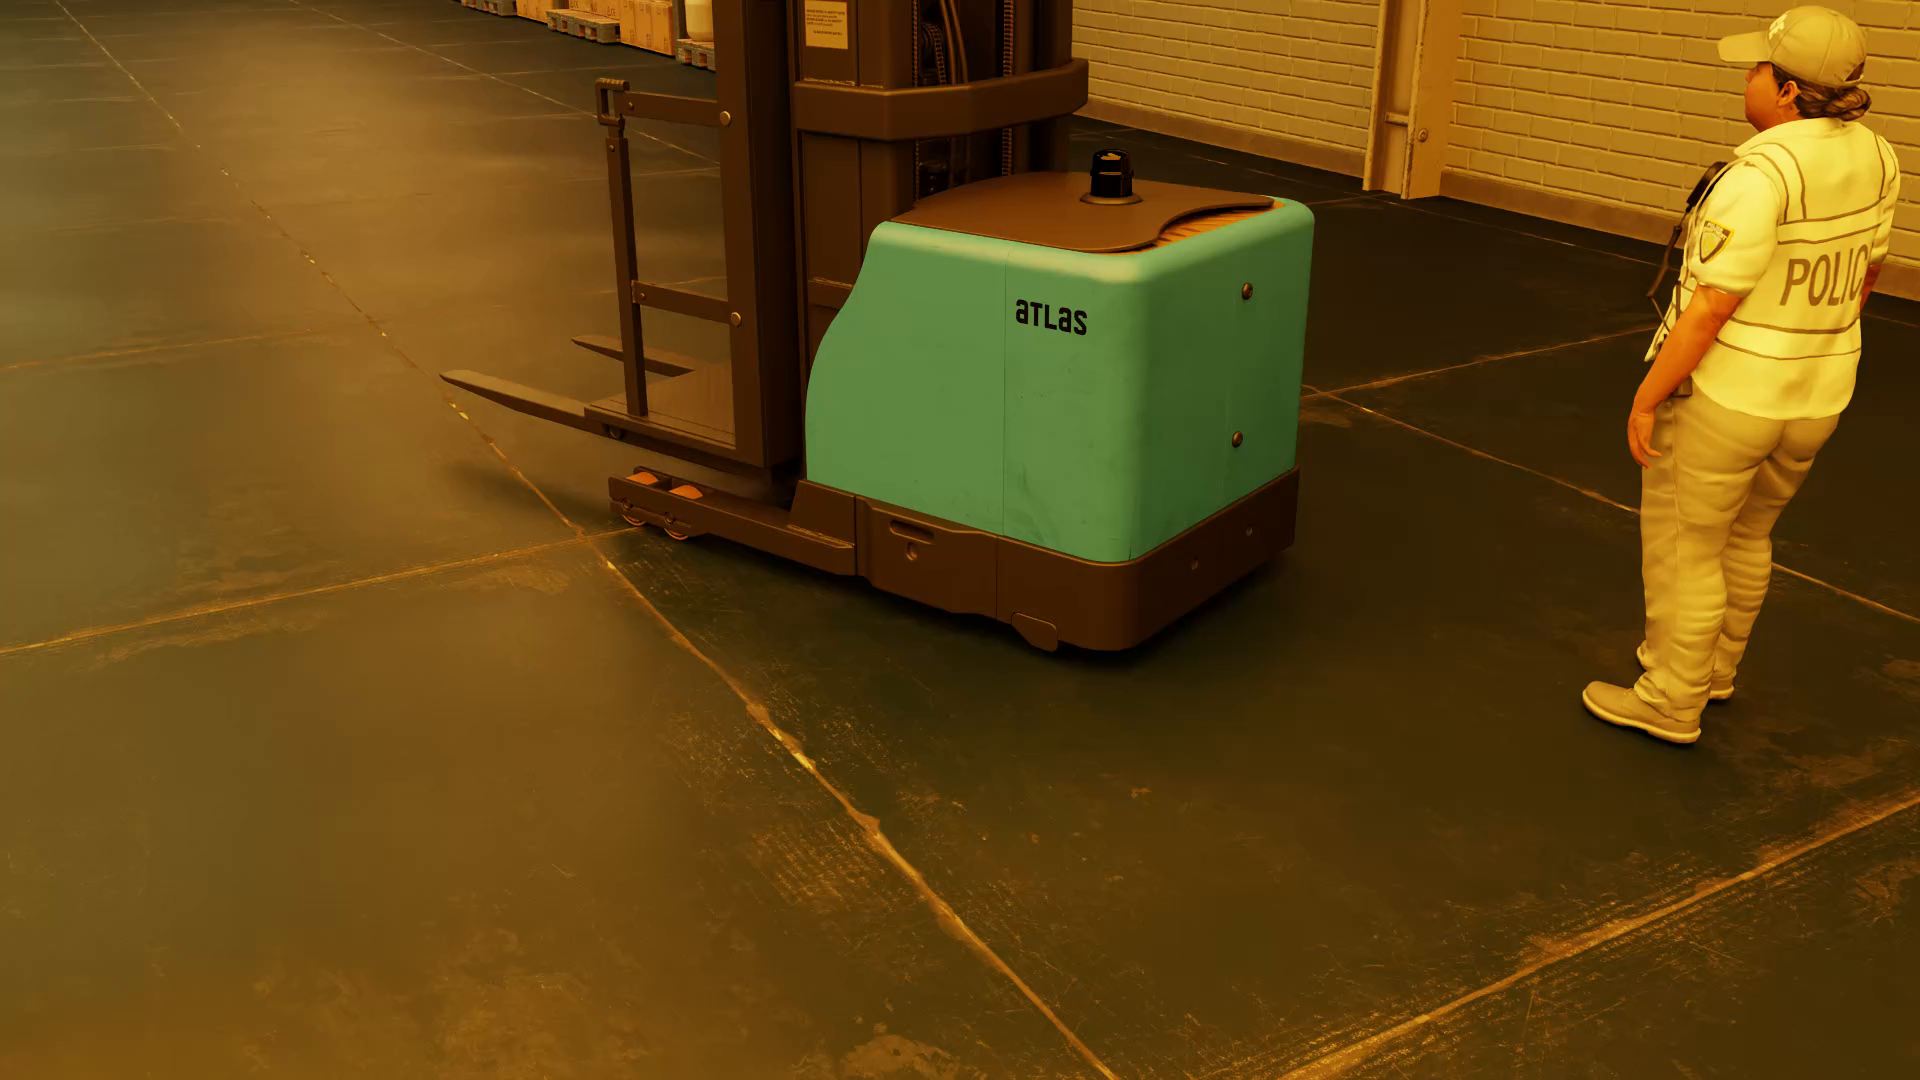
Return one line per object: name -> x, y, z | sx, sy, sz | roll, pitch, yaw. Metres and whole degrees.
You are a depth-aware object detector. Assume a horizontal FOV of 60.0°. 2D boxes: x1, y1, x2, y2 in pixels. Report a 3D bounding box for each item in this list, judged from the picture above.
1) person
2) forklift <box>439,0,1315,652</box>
person -> 1.705, -0.340, 3.746 | 0.599, 1.670, 0.528 | -11, 25, -26
forklift -> -0.481, -1.497, 4.922 | 3.031, 2.935, 1.130 | 16, 27, 34
